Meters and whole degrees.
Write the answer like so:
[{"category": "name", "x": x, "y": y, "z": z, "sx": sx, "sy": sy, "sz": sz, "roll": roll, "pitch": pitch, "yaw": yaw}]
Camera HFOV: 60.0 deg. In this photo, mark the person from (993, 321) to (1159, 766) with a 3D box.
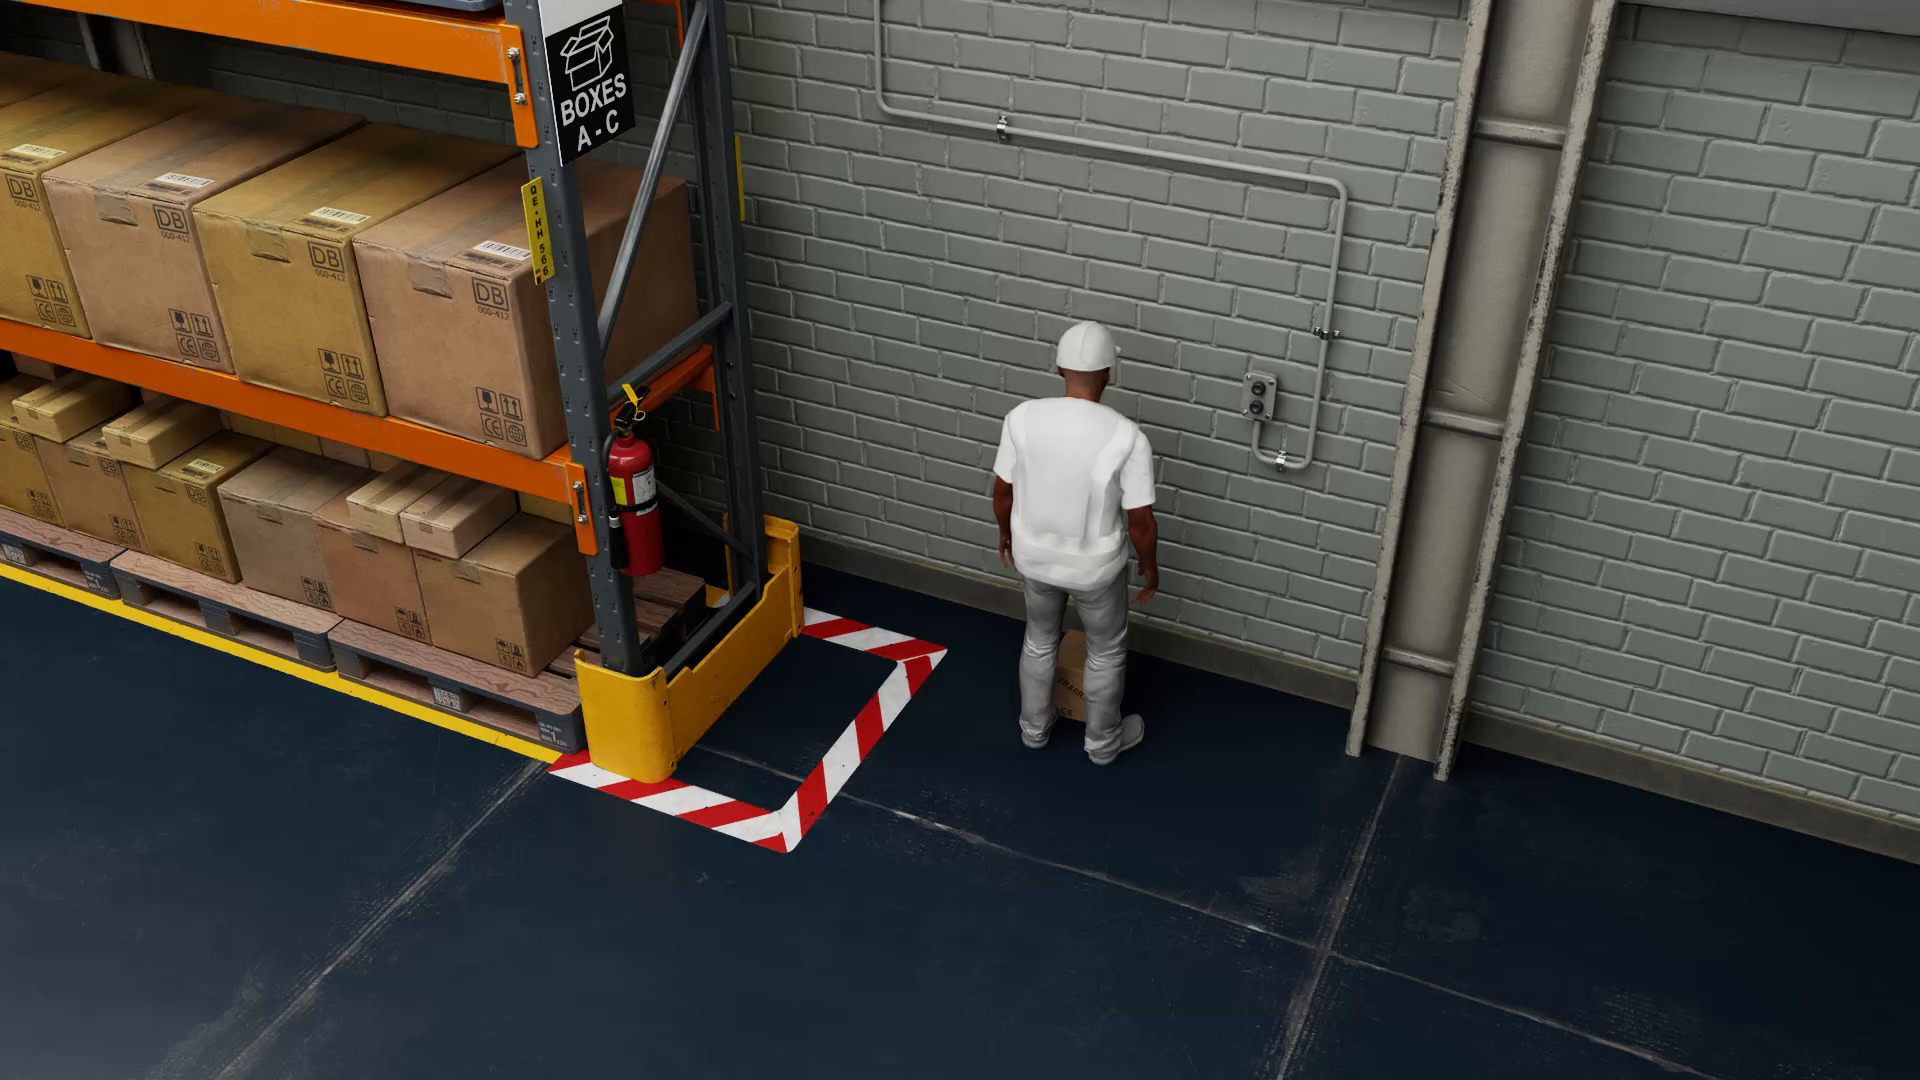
[{"category": "person", "x": 0.425, "y": 0.037, "z": 6.068, "sx": 0.626, "sy": 1.761, "sz": 0.459, "roll": 14, "pitch": 36, "yaw": 20}]
